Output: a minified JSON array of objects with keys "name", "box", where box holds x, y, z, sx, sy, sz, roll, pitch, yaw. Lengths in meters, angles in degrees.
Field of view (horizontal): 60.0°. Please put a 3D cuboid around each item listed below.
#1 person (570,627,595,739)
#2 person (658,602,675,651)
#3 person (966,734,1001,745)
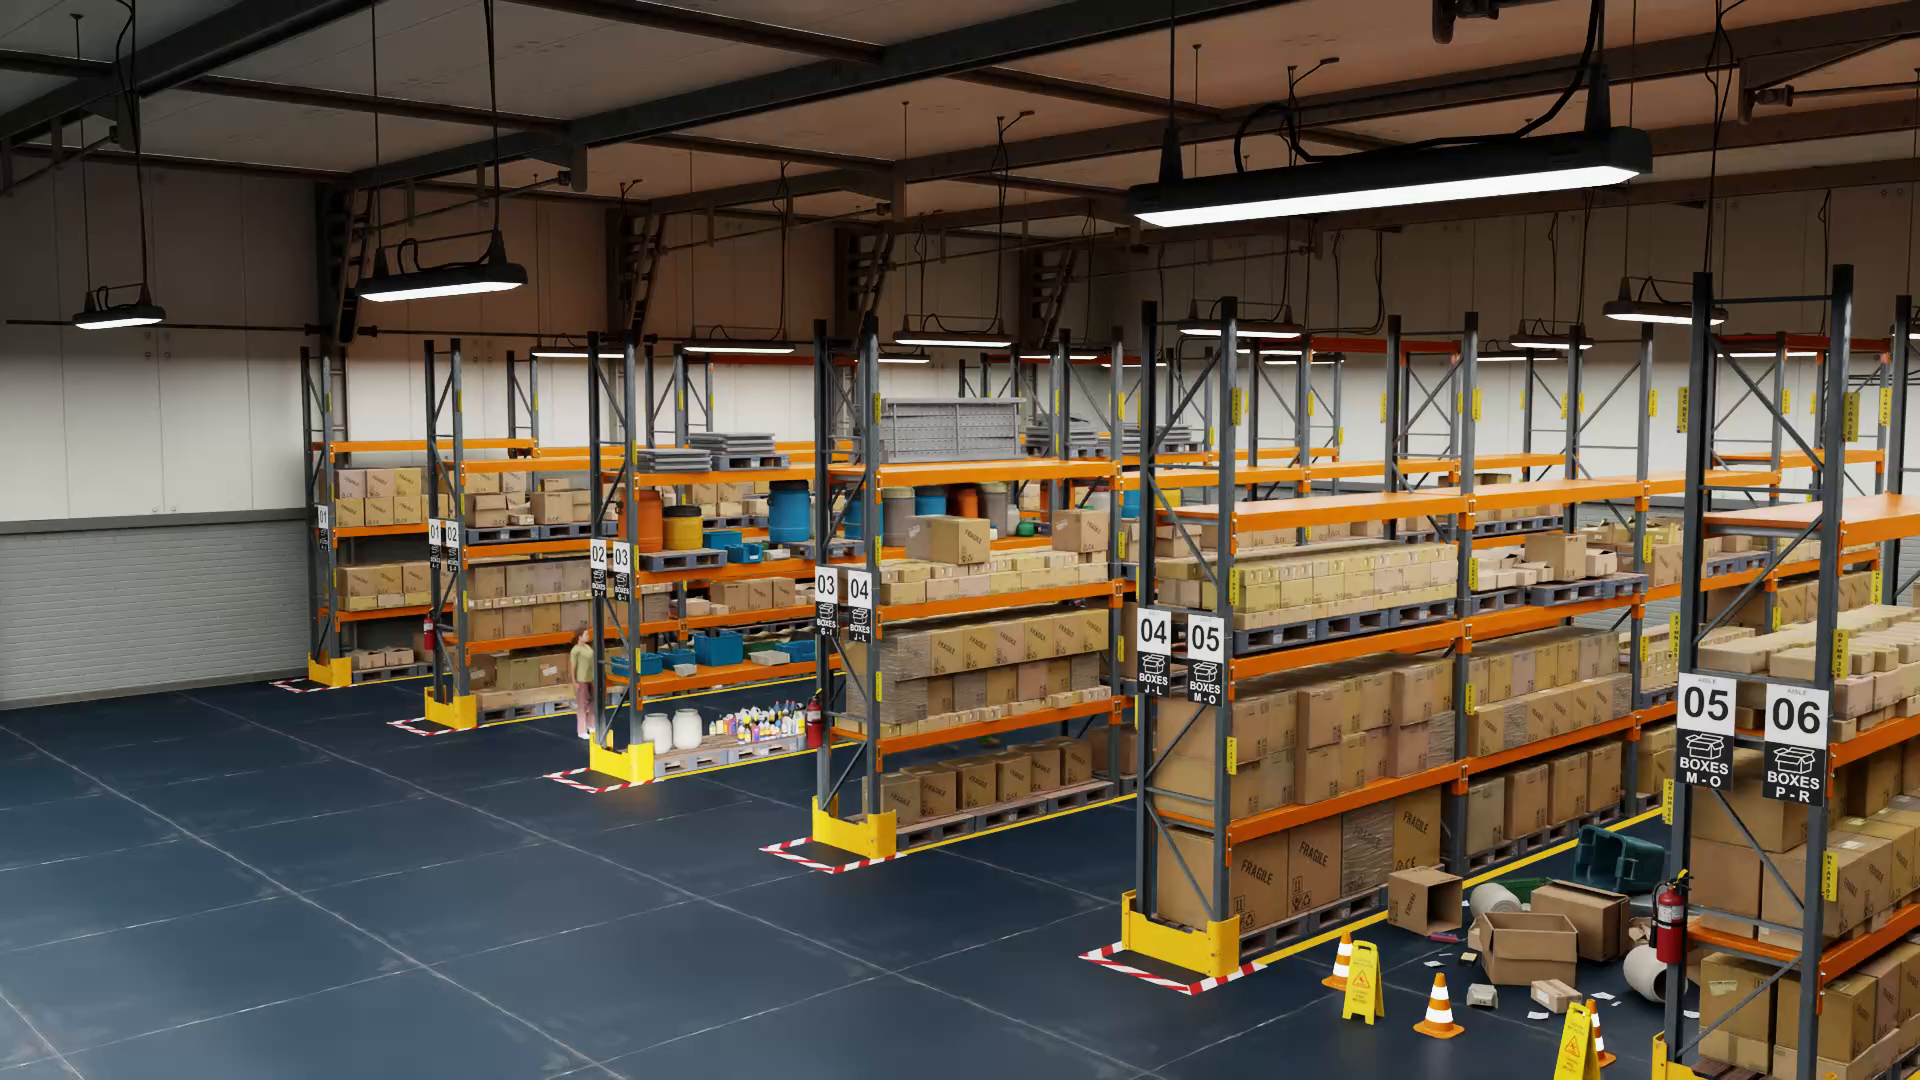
[{"name":"person","box":[-5.645,2.145,25.048,0.454,1.696,0.530,3,6,32]},{"name":"person","box":[-5.733,1.564,32.128,0.596,1.597,0.566,-2,5,-17]},{"name":"person","box":[0.274,2.117,24.285,0.668,1.770,0.550,-1,5,-6]}]
